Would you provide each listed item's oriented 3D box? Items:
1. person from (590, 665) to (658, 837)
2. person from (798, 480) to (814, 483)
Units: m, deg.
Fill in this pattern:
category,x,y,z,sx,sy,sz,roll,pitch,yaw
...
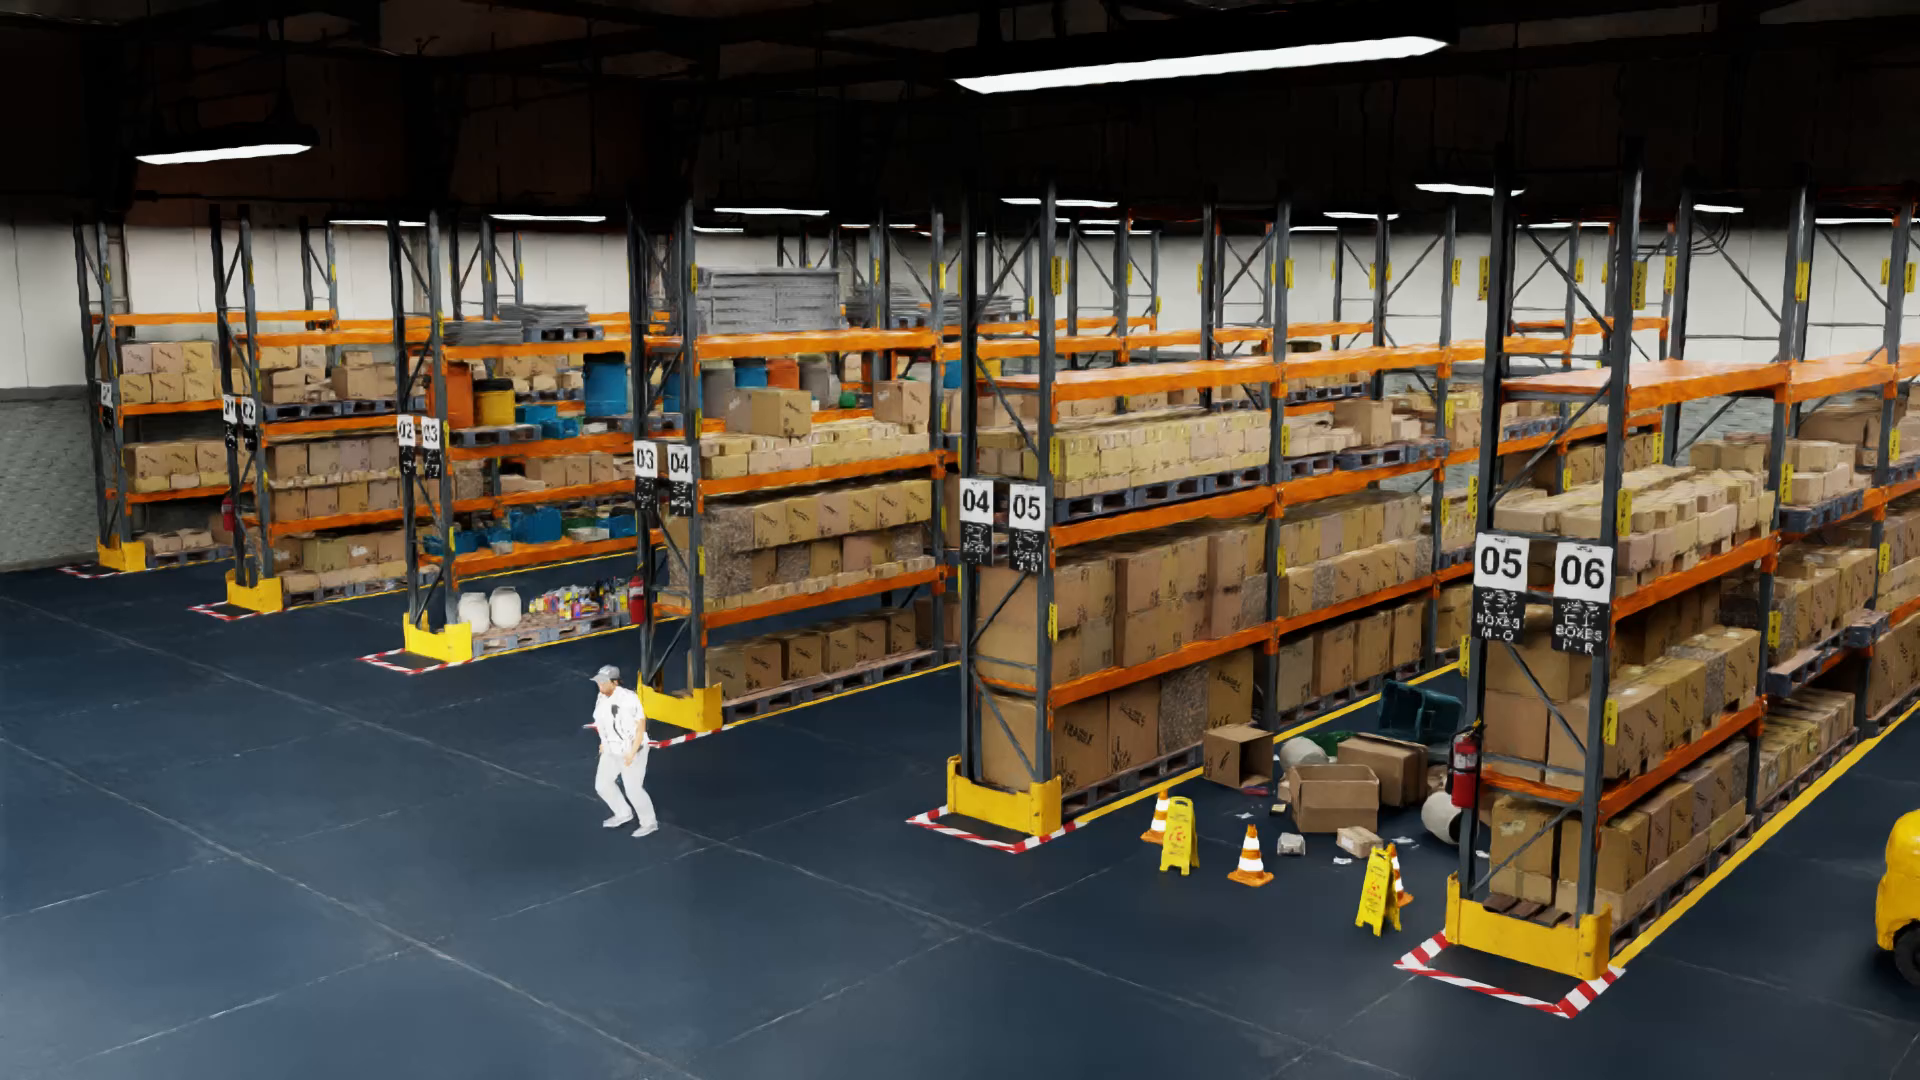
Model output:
category,x,y,z,sx,sy,sz,roll,pitch,yaw
person,-3.081,1.898,15.089,0.625,1.611,0.575,7,12,38
person,-2.335,-0.236,25.805,0.391,1.676,0.556,4,10,22
